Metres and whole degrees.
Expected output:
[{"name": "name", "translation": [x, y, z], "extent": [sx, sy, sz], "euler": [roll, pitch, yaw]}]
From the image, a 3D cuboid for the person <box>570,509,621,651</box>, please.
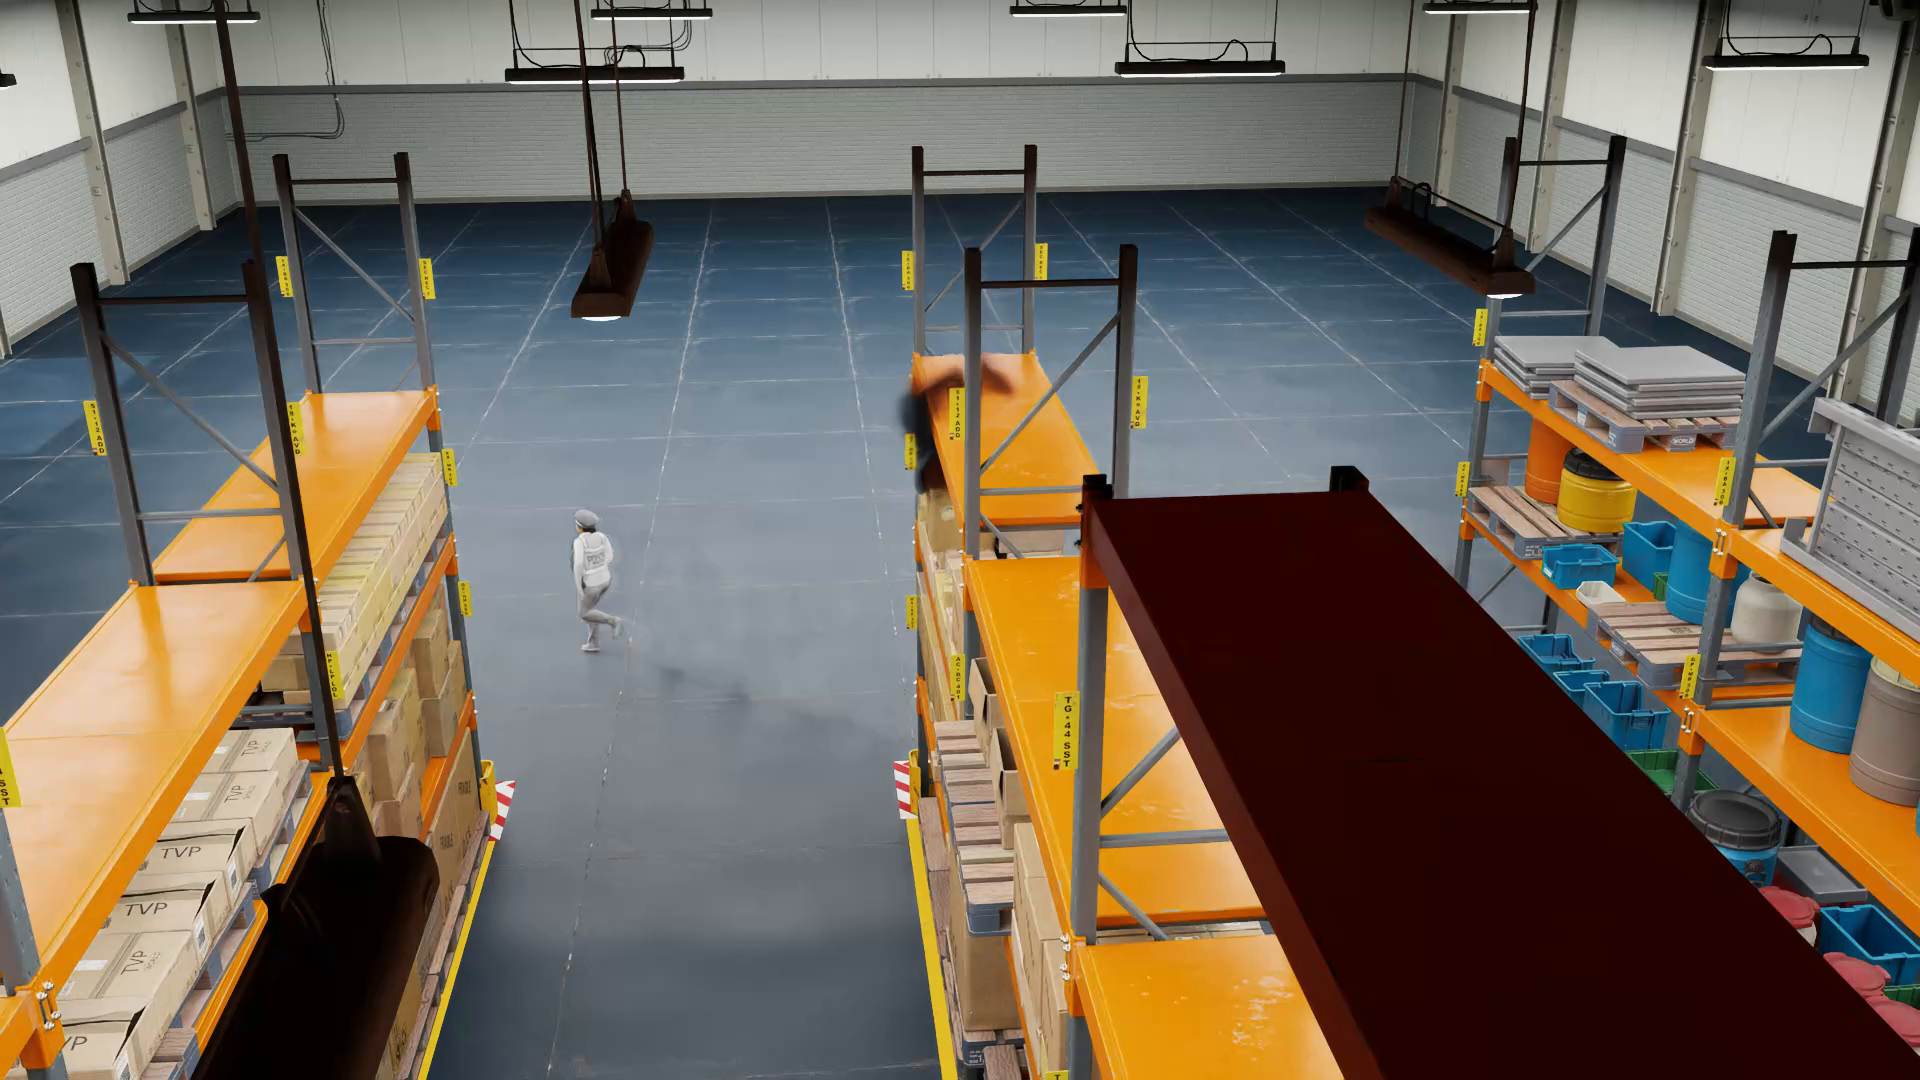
[{"name": "person", "translation": [-3.998, 0.489, 18.245], "extent": [0.663, 1.651, 0.648], "euler": [12, 25, 28]}]
